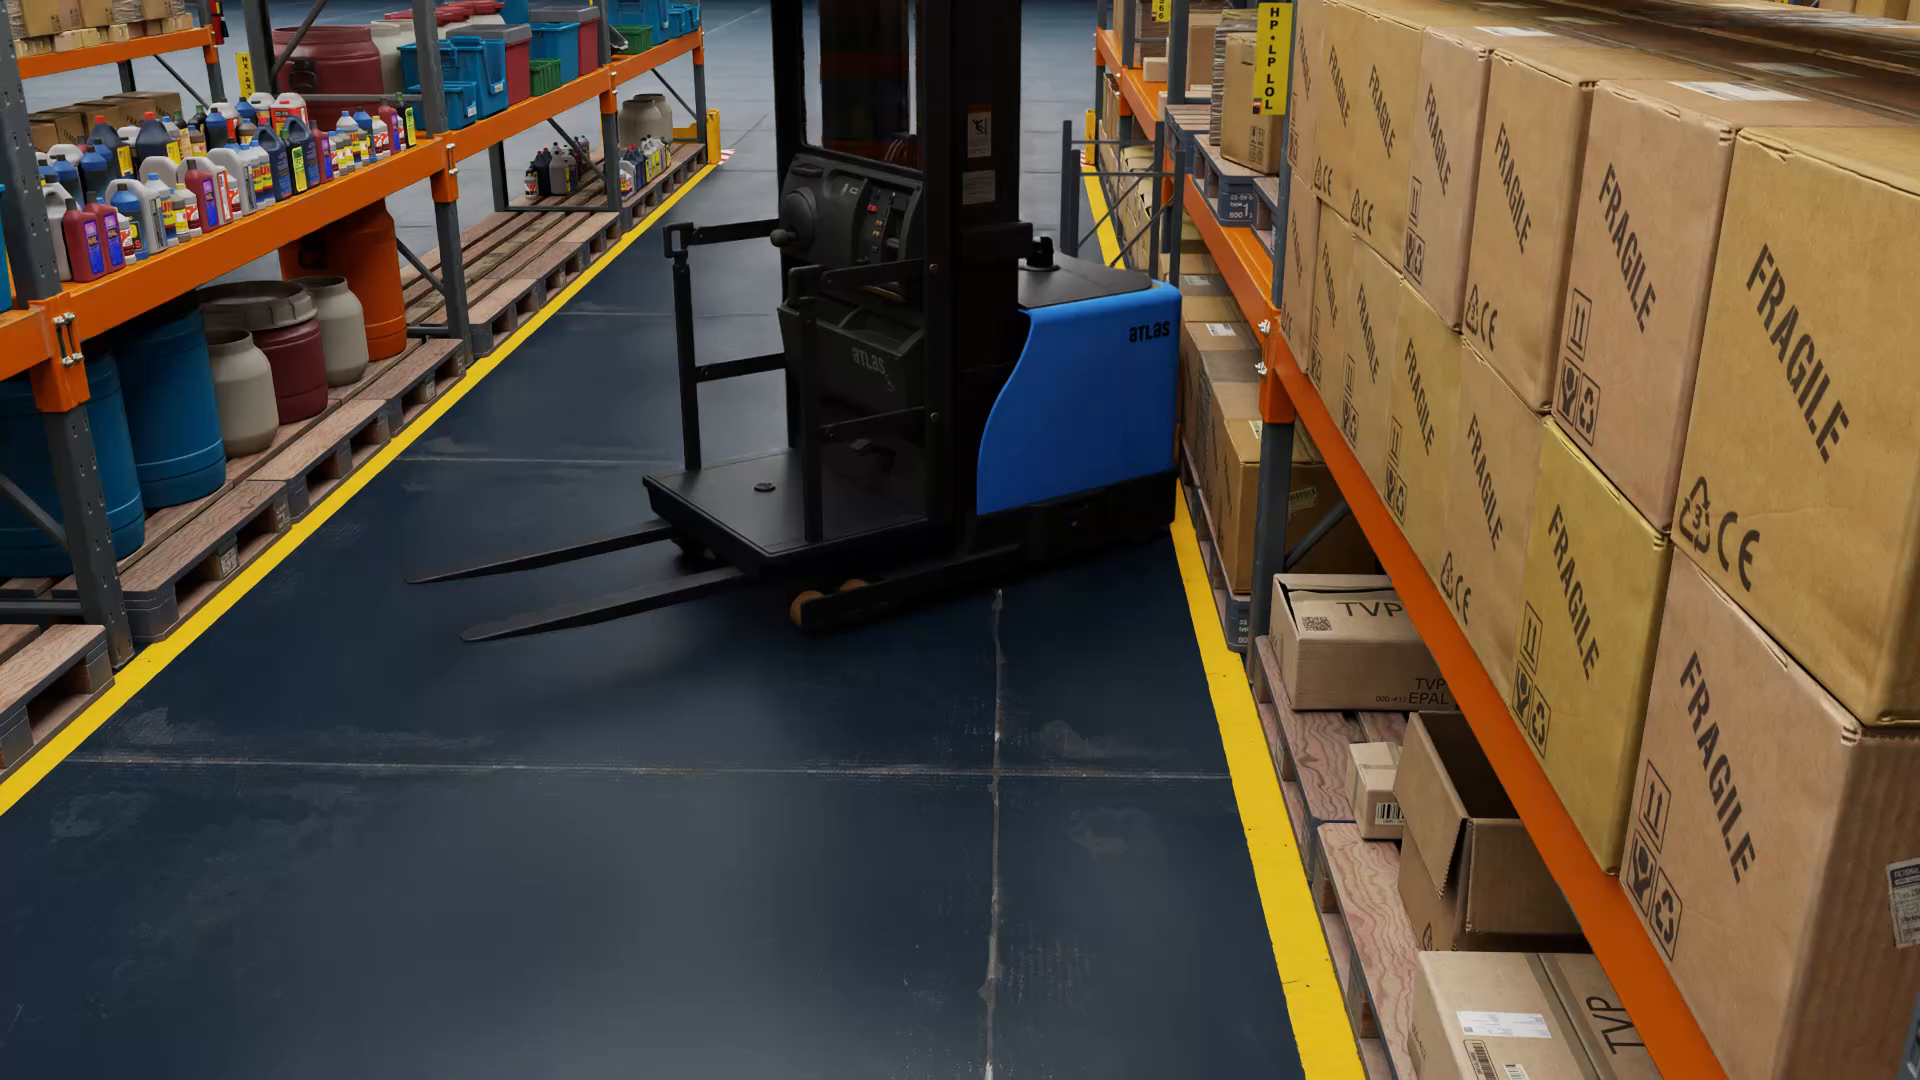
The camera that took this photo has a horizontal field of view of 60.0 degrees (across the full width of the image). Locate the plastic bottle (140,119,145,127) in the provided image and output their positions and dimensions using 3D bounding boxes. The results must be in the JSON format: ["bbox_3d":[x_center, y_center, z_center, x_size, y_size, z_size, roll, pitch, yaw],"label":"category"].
[{"bbox_3d":[-3.748,-1.786,7.647,0.061,0.283,0.133,1,21,2],"label":"plastic bottle"}]

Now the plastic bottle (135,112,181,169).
[{"bbox_3d":[-3.562,-1.723,7.390,0.144,0.351,0.185,1,21,2],"label":"plastic bottle"}]

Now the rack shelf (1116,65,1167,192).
[{"bbox_3d":[1.681,-2.743,10.945,1.077,0.370,4.000,1,21,2],"label":"rack shelf"}]

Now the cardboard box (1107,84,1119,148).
[{"bbox_3d":[1.577,-3.777,14.801,0.500,0.500,0.500,1,21,2],"label":"cardboard box"}]

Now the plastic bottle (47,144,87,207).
[{"bbox_3d":[-3.726,-1.500,6.919,0.152,0.276,0.135,1,21,2],"label":"plastic bottle"}]

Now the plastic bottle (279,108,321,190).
[{"bbox_3d":[-2.998,-1.766,7.503,0.144,0.351,0.185,1,21,2],"label":"plastic bottle"}]

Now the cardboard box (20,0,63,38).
[{"bbox_3d":[-8.034,-4.439,13.774,0.875,0.500,0.500,1,21,2],"label":"cardboard box"}]

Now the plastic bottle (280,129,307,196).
[{"bbox_3d":[-2.961,-1.677,7.366,0.061,0.283,0.133,1,21,2],"label":"plastic bottle"}]

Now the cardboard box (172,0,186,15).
[{"bbox_3d":[-8.082,-5.344,16.107,0.875,0.500,0.500,1,21,2],"label":"cardboard box"}]

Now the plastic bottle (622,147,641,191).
[{"bbox_3d":[-2.770,-3.114,13.963,0.144,0.351,0.185,1,21,3],"label":"plastic bottle"}]

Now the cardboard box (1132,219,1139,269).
[{"bbox_3d":[1.436,-2.016,11.298,0.500,0.250,0.500,1,21,3],"label":"cardboard box"}]

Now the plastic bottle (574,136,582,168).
[{"bbox_3d":[-3.479,-3.508,15.071,0.061,0.283,0.133,1,21,3],"label":"plastic bottle"}]

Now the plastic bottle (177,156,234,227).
[{"bbox_3d":[-3.029,-1.405,6.674,0.152,0.276,0.135,1,21,2],"label":"plastic bottle"}]

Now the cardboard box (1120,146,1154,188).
[{"bbox_3d":[1.481,-2.830,12.621,0.500,0.311,0.500,1,21,2],"label":"cardboard box"}]

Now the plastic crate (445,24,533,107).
[{"bbox_3d":[-2.976,-3.021,10.581,0.402,0.464,0.583,1,21,2],"label":"plastic crate"}]

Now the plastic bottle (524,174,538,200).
[{"bbox_3d":[-3.509,-2.892,13.596,0.097,0.201,0.097,0,21,0],"label":"plastic bottle"}]

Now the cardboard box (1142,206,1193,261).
[{"bbox_3d":[1.399,-1.910,10.251,0.500,0.311,0.500,0,21,1],"label":"cardboard box"}]

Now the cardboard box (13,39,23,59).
[{"bbox_3d":[-7.832,-3.959,13.433,0.380,0.149,0.250,1,21,2],"label":"cardboard box"}]

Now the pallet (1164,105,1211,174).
[{"bbox_3d":[1.670,-2.020,8.352,1.213,0.211,1.003,1,21,2],"label":"pallet"}]

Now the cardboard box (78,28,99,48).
[{"bbox_3d":[-7.820,-4.411,14.598,0.380,0.149,0.250,1,21,2],"label":"cardboard box"}]

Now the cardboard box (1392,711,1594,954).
[{"bbox_3d":[1.447,0.729,3.845,0.797,0.503,0.637,1,21,2],"label":"cardboard box"}]

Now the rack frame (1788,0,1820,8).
[{"bbox_3d":[6.694,-3.748,12.542,1.000,3.000,0.127,1,21,2],"label":"rack frame"}]

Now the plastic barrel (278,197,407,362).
[{"bbox_3d":[-3.328,-1.418,8.955,0.600,0.830,0.708,1,21,2],"label":"plastic barrel"}]

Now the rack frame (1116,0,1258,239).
[{"bbox_3d":[1.742,-3.801,12.679,1.000,3.000,0.127,1,21,2],"label":"rack frame"}]

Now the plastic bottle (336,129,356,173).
[{"bbox_3d":[-2.960,-1.866,7.967,0.097,0.201,0.097,0,21,0],"label":"plastic bottle"}]

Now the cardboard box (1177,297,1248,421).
[{"bbox_3d":[1.290,-0.863,7.953,0.500,0.500,0.500,0,21,1],"label":"cardboard box"}]

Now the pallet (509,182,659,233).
[{"bbox_3d":[-3.147,-2.799,13.952,1.003,0.211,1.213,1,21,2],"label":"pallet"}]

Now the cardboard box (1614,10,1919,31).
[{"bbox_3d":[1.714,-0.868,3.599,0.500,0.500,0.500,1,21,2],"label":"cardboard box"}]

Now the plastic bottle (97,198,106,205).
[{"bbox_3d":[-3.171,-1.162,6.151,0.097,0.201,0.097,0,21,0],"label":"plastic bottle"}]

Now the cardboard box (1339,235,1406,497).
[{"bbox_3d":[1.181,-0.408,3.795,0.500,0.500,0.500,1,21,1],"label":"cardboard box"}]

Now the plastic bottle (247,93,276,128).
[{"bbox_3d":[-3.667,-2.200,8.724,0.152,0.276,0.135,1,21,2],"label":"plastic bottle"}]

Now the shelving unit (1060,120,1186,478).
[{"bbox_3d":[0.744,-1.186,8.008,0.587,1.500,1.083,1,21,1],"label":"shelving unit"}]

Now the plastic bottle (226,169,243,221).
[{"bbox_3d":[-2.998,-1.411,6.794,0.097,0.201,0.097,0,21,0],"label":"plastic bottle"}]

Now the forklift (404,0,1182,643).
[{"bbox_3d":[-0.591,-1.230,6.146,3.031,2.935,1.130,-14,25,-32],"label":"forklift"}]

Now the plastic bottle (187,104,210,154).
[{"bbox_3d":[-3.731,-1.988,8.168,0.061,0.283,0.133,1,21,2],"label":"plastic bottle"}]

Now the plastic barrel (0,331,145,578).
[{"bbox_3d":[-3.419,-0.378,6.178,0.600,0.901,0.708,1,21,2],"label":"plastic barrel"}]

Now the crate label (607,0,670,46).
[{"bbox_3d":[-2.873,-4.651,14.821,0.502,0.435,0.616,1,21,2],"label":"crate label"}]

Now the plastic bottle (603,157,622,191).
[{"bbox_3d":[-2.914,-3.116,13.967,0.144,0.351,0.185,1,21,2],"label":"plastic bottle"}]

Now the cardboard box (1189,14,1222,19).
[{"bbox_3d":[1.671,-3.199,10.988,0.500,0.500,0.500,1,21,2],"label":"cardboard box"}]

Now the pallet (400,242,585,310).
[{"bbox_3d":[-3.228,-1.830,11.454,1.003,0.211,1.213,1,21,2],"label":"pallet"}]

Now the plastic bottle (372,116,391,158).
[{"bbox_3d":[-2.945,-2.042,8.420,0.097,0.201,0.097,0,21,0],"label":"plastic bottle"}]

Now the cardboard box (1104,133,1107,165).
[{"bbox_3d":[1.598,-3.608,15.402,0.500,0.250,0.500,1,21,2],"label":"cardboard box"}]

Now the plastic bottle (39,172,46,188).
[{"bbox_3d":[-3.602,-1.343,6.411,0.144,0.351,0.185,1,21,2],"label":"plastic bottle"}]

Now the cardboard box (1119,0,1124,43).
[{"bbox_3d":[1.805,-4.756,15.001,0.700,0.500,0.500,1,21,2],"label":"cardboard box"}]

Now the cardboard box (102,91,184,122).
[{"bbox_3d":[-8.074,-4.163,16.485,0.500,0.500,0.500,5,22,12],"label":"cardboard box"}]

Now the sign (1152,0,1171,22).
[{"bbox_3d":[1.066,-2.900,8.754,0.100,0.325,0.005,1,21,2],"label":"sign"}]

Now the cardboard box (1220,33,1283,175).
[{"bbox_3d":[1.491,-1.790,6.778,0.700,0.500,0.500,-5,22,-12],"label":"cardboard box"}]

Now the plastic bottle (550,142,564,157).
[{"bbox_3d":[-3.462,-3.249,14.310,0.144,0.351,0.185,1,21,1],"label":"plastic bottle"}]

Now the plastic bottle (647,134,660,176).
[{"bbox_3d":[-2.745,-3.404,14.708,0.144,0.351,0.185,2,21,4],"label":"plastic bottle"}]

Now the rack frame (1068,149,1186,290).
[{"bbox_3d":[0.732,-1.005,7.542,0.500,1.500,0.032,1,21,1],"label":"rack frame"}]

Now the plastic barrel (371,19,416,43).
[{"bbox_3d":[-3.500,-2.989,10.432,0.421,0.512,0.421,0,21,0],"label":"plastic barrel"}]

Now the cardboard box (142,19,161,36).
[{"bbox_3d":[-7.828,-4.864,15.765,0.380,0.149,0.250,1,21,2],"label":"cardboard box"}]

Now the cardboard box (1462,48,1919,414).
[{"bbox_3d":[1.141,-0.509,2.674,0.500,0.500,0.500,1,21,3],"label":"cardboard box"}]

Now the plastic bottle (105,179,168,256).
[{"bbox_3d":[-3.046,-1.202,6.152,0.152,0.276,0.135,1,21,2],"label":"plastic bottle"}]

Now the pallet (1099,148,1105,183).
[{"bbox_3d":[1.882,-3.670,16.197,1.003,0.211,1.213,1,21,2],"label":"pallet"}]

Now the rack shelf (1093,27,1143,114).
[{"bbox_3d":[1.803,-4.189,14.673,1.077,0.370,4.000,1,21,2],"label":"rack shelf"}]

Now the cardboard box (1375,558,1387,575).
[{"bbox_3d":[1.757,-0.121,6.040,0.500,0.500,0.500,0,21,-1],"label":"cardboard box"}]

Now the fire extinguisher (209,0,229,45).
[{"bbox_3d":[-7.574,-5.358,16.798,0.296,0.674,0.183,1,21,2],"label":"fire extinguisher"}]
